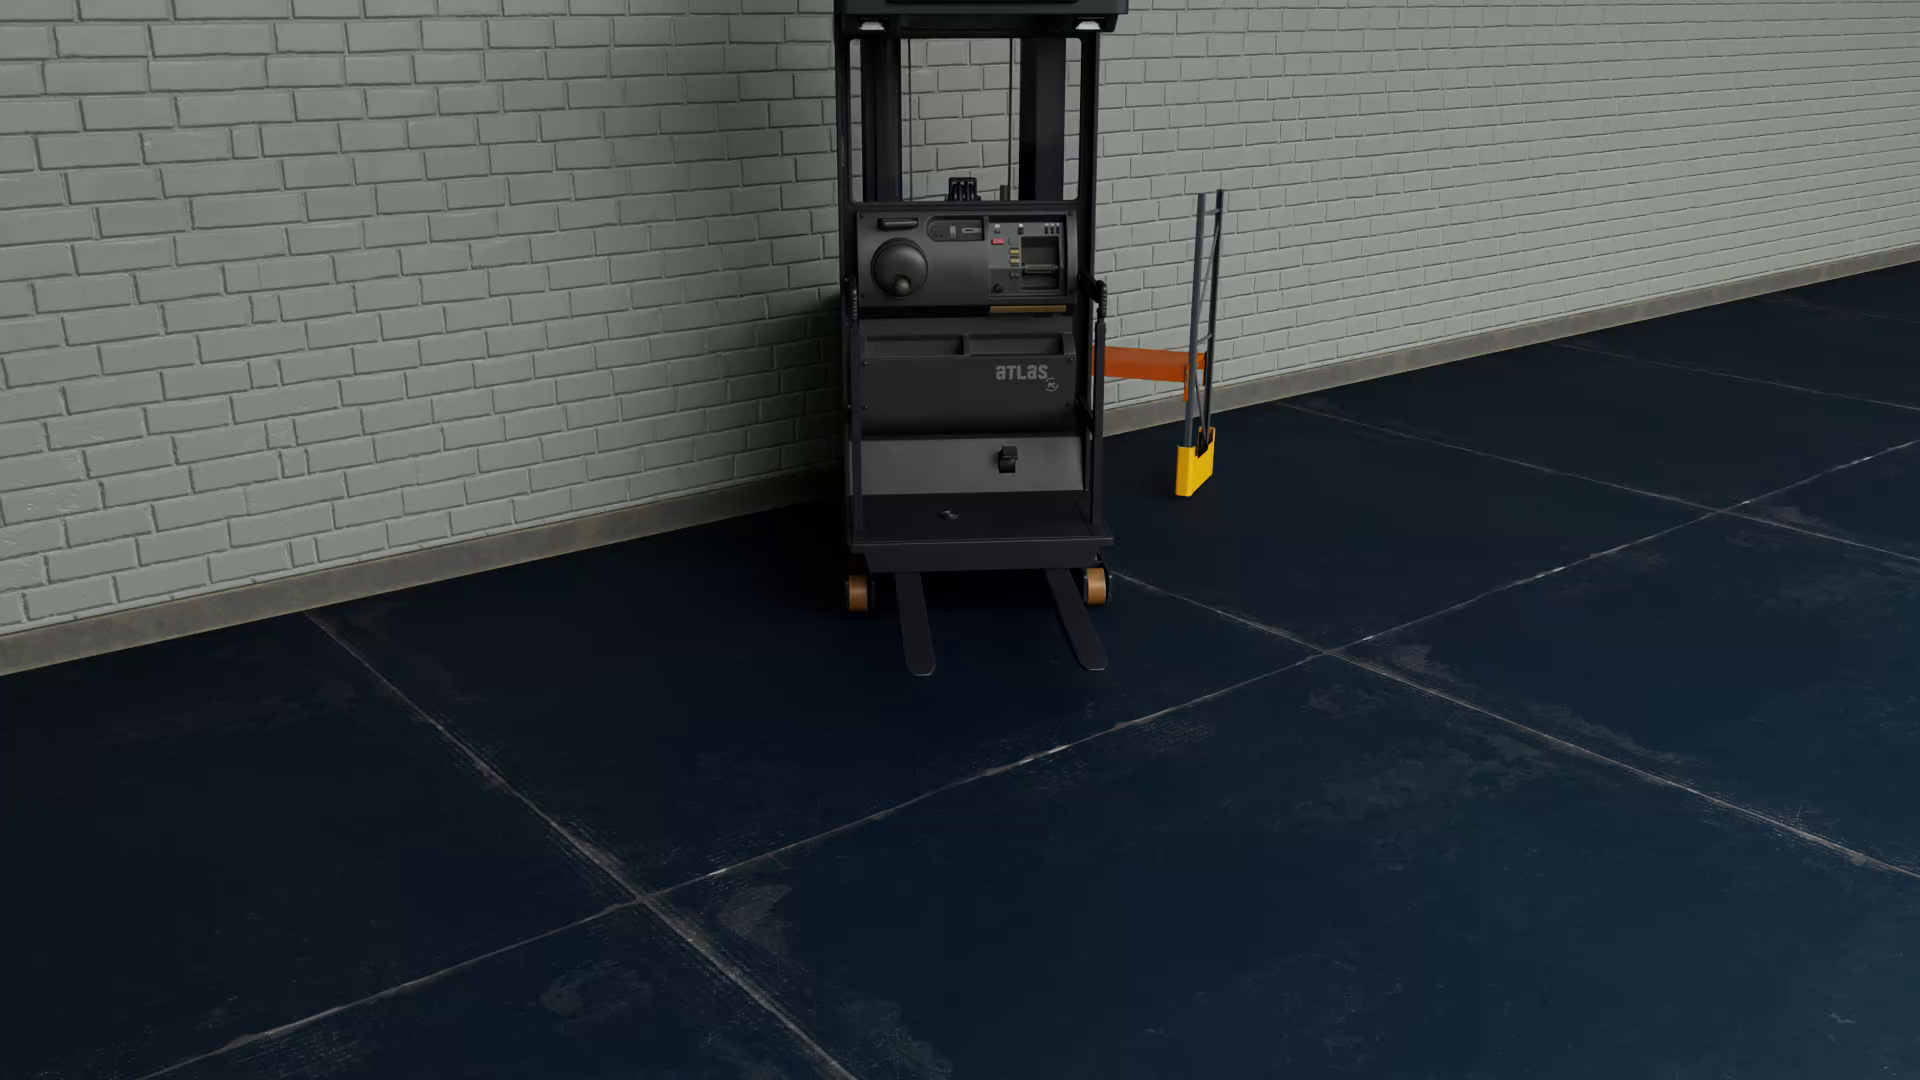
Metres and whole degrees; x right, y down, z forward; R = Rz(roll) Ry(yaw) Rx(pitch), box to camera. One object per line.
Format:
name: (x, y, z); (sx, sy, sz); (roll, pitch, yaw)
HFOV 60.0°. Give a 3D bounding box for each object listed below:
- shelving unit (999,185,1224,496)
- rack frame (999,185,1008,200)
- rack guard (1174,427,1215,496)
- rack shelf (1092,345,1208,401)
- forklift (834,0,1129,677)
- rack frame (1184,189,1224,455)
shelving unit: (0.770, -1.071, 8.658); (1.083, 1.500, 0.587); (7, 16, 19)
rack frame: (0.284, -1.127, 8.826); (0.032, 1.500, 0.500); (7, 16, 19)
rack guard: (1.225, -0.414, 8.659); (0.087, 0.250, 0.587); (7, 16, 19)
rack shelf: (0.758, -0.899, 8.708); (1.000, 0.185, 0.538); (7, 16, 19)
forklift: (0.050, -1.195, 6.809); (1.130, 2.935, 3.031); (-1, 18, -4)
rack frame: (1.240, -1.018, 8.497); (0.032, 1.500, 0.500); (7, 16, 19)
